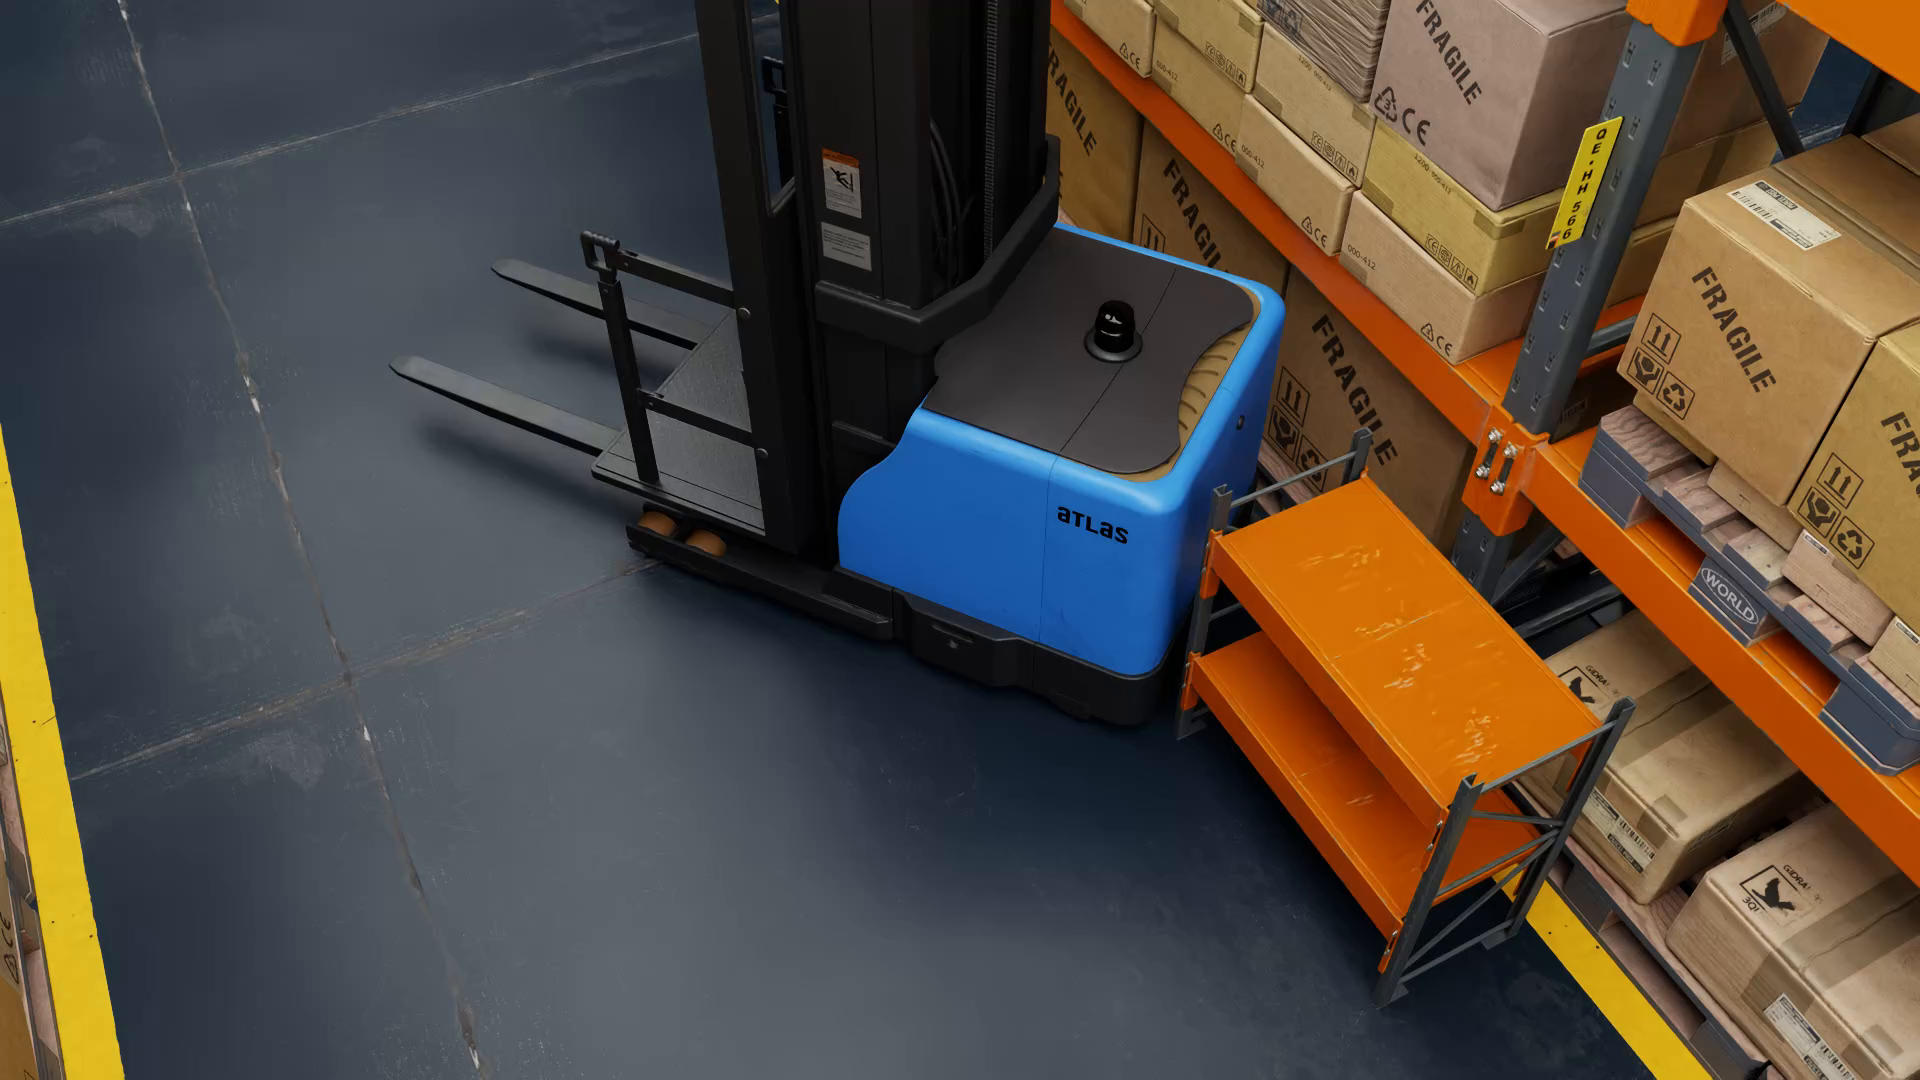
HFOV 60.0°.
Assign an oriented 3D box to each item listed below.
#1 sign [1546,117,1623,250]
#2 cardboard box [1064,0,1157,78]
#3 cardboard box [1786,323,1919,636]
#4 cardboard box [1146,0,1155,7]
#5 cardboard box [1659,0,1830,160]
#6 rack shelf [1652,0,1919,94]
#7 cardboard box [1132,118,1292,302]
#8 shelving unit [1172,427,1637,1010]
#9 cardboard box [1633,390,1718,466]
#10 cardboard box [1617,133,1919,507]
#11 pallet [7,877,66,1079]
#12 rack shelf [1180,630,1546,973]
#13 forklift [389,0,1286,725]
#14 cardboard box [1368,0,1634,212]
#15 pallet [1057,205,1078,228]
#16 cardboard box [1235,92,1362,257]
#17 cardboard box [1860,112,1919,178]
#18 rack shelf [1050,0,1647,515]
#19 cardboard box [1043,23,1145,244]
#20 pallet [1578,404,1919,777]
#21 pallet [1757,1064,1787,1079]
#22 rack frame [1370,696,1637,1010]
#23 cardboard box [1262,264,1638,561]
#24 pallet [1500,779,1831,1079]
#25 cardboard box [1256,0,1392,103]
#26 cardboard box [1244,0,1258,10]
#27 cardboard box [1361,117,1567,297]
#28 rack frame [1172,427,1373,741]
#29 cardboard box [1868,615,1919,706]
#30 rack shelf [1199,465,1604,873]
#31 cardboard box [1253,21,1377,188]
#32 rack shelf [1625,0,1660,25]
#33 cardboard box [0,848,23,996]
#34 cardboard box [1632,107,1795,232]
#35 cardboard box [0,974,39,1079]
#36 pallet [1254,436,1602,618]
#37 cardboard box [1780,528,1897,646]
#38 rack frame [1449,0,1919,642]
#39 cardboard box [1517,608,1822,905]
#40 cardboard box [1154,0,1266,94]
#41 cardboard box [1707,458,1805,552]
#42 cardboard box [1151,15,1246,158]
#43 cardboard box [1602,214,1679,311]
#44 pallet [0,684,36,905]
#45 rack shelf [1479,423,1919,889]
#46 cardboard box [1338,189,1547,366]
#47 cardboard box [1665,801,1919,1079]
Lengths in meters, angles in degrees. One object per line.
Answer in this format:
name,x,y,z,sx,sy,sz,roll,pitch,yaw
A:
sign,1.377,-0.783,3.673,0.100,0.325,0.005,-21,52,-18
cardboard box,0.684,-1.806,5.436,0.500,0.250,0.500,-22,52,-18
cardboard box,2.113,-0.137,3.334,0.500,0.500,0.500,-19,51,-16
cardboard box,0.693,-1.972,5.250,0.500,0.250,0.500,-23,53,-19
cardboard box,1.860,-1.372,4.227,0.500,0.500,0.500,-23,53,-19
rack shelf,2.784,-0.008,2.249,1.077,0.370,4.000,-21,52,-18
cardboard box,1.222,-1.124,5.873,0.875,0.875,0.875,-21,52,-17
shelving unit,1.131,0.497,4.568,0.538,1.125,1.048,-22,52,-18
cardboard box,1.852,-0.370,3.968,0.380,0.149,0.250,-24,53,-20
cardboard box,1.869,-0.484,3.637,0.500,0.500,0.500,-23,53,-19
pallet,-2.843,1.572,4.235,1.003,0.211,1.213,-21,52,-18
rack shelf,1.131,0.658,4.752,0.538,0.278,1.000,-22,52,-18
forklift,-0.561,-1.173,4.828,3.031,2.935,1.130,20,52,17
cardboard box,1.399,-1.214,4.088,0.500,0.500,0.500,-22,53,-18
pallet,1.021,-1.047,6.525,1.003,0.211,1.213,-21,52,-18
cardboard box,1.159,-1.132,4.847,0.500,0.250,0.500,-20,52,-17
cardboard box,2.324,-0.656,3.788,0.500,0.500,0.500,-23,53,-19
rack shelf,0.953,-1.697,5.720,1.077,0.370,4.000,-21,52,-18
cardboard box,0.813,-1.722,6.396,0.875,0.875,0.875,-20,52,-16
pallet,2.289,-0.092,3.965,1.213,0.211,1.003,-21,52,-18
pallet,2.779,1.661,4.157,1.003,0.211,1.213,-21,52,-18
rack frame,1.368,0.836,4.272,0.500,1.125,0.032,-22,52,-18
cardboard box,1.626,-0.525,5.349,0.875,0.875,0.875,-22,52,-18
pallet,2.225,0.846,4.870,1.003,0.211,1.213,-21,52,-18
cardboard box,1.157,-1.554,4.386,0.500,0.500,0.500,-20,52,-17
cardboard box,0.936,-1.889,4.679,0.500,0.500,0.500,-21,52,-17
cardboard box,1.421,-0.947,4.353,0.500,0.250,0.500,-21,52,-18
rack frame,0.893,0.159,4.864,0.500,1.125,0.032,-22,52,-18
cardboard box,2.143,0.221,3.451,0.380,0.149,0.250,-21,52,-17
rack shelf,1.131,0.305,4.347,0.538,0.278,1.000,-22,52,-18
cardboard box,1.183,-1.289,4.652,0.500,0.250,0.500,-22,53,-18
rack shelf,0.953,-2.685,4.591,1.077,0.370,4.000,-21,52,-18
cardboard box,-2.817,0.965,4.295,0.500,0.500,0.500,-21,52,-17
cardboard box,1.856,-1.135,4.517,0.500,0.250,0.500,-22,52,-18
cardboard box,-2.583,1.300,4.001,0.500,0.500,0.500,-23,53,-19
pallet,1.575,-0.231,5.812,1.003,0.211,1.213,-21,52,-18
cardboard box,2.036,0.030,3.619,0.380,0.149,0.250,-24,53,-20
rack frame,1.869,-0.596,4.278,1.000,3.000,0.127,-21,52,-18
cardboard box,2.118,0.513,4.775,0.950,0.372,0.625,-24,53,-20
cardboard box,0.931,-1.625,4.946,0.500,0.250,0.500,-22,53,-18
cardboard box,1.951,-0.169,3.793,0.380,0.149,0.250,-24,53,-20
cardboard box,0.942,-1.474,5.146,0.500,0.250,0.500,-22,52,-18
cardboard box,1.868,-0.960,4.697,0.500,0.250,0.500,-22,52,-18
pallet,-3.397,0.756,4.948,1.003,0.211,1.213,-21,52,-18
rack shelf,2.784,0.980,3.378,1.077,0.370,4.000,-21,52,-18
cardboard box,1.406,-0.795,4.552,0.500,0.250,0.500,-23,53,-19
cardboard box,2.463,1.004,4.346,0.950,0.372,0.625,-22,52,-18
